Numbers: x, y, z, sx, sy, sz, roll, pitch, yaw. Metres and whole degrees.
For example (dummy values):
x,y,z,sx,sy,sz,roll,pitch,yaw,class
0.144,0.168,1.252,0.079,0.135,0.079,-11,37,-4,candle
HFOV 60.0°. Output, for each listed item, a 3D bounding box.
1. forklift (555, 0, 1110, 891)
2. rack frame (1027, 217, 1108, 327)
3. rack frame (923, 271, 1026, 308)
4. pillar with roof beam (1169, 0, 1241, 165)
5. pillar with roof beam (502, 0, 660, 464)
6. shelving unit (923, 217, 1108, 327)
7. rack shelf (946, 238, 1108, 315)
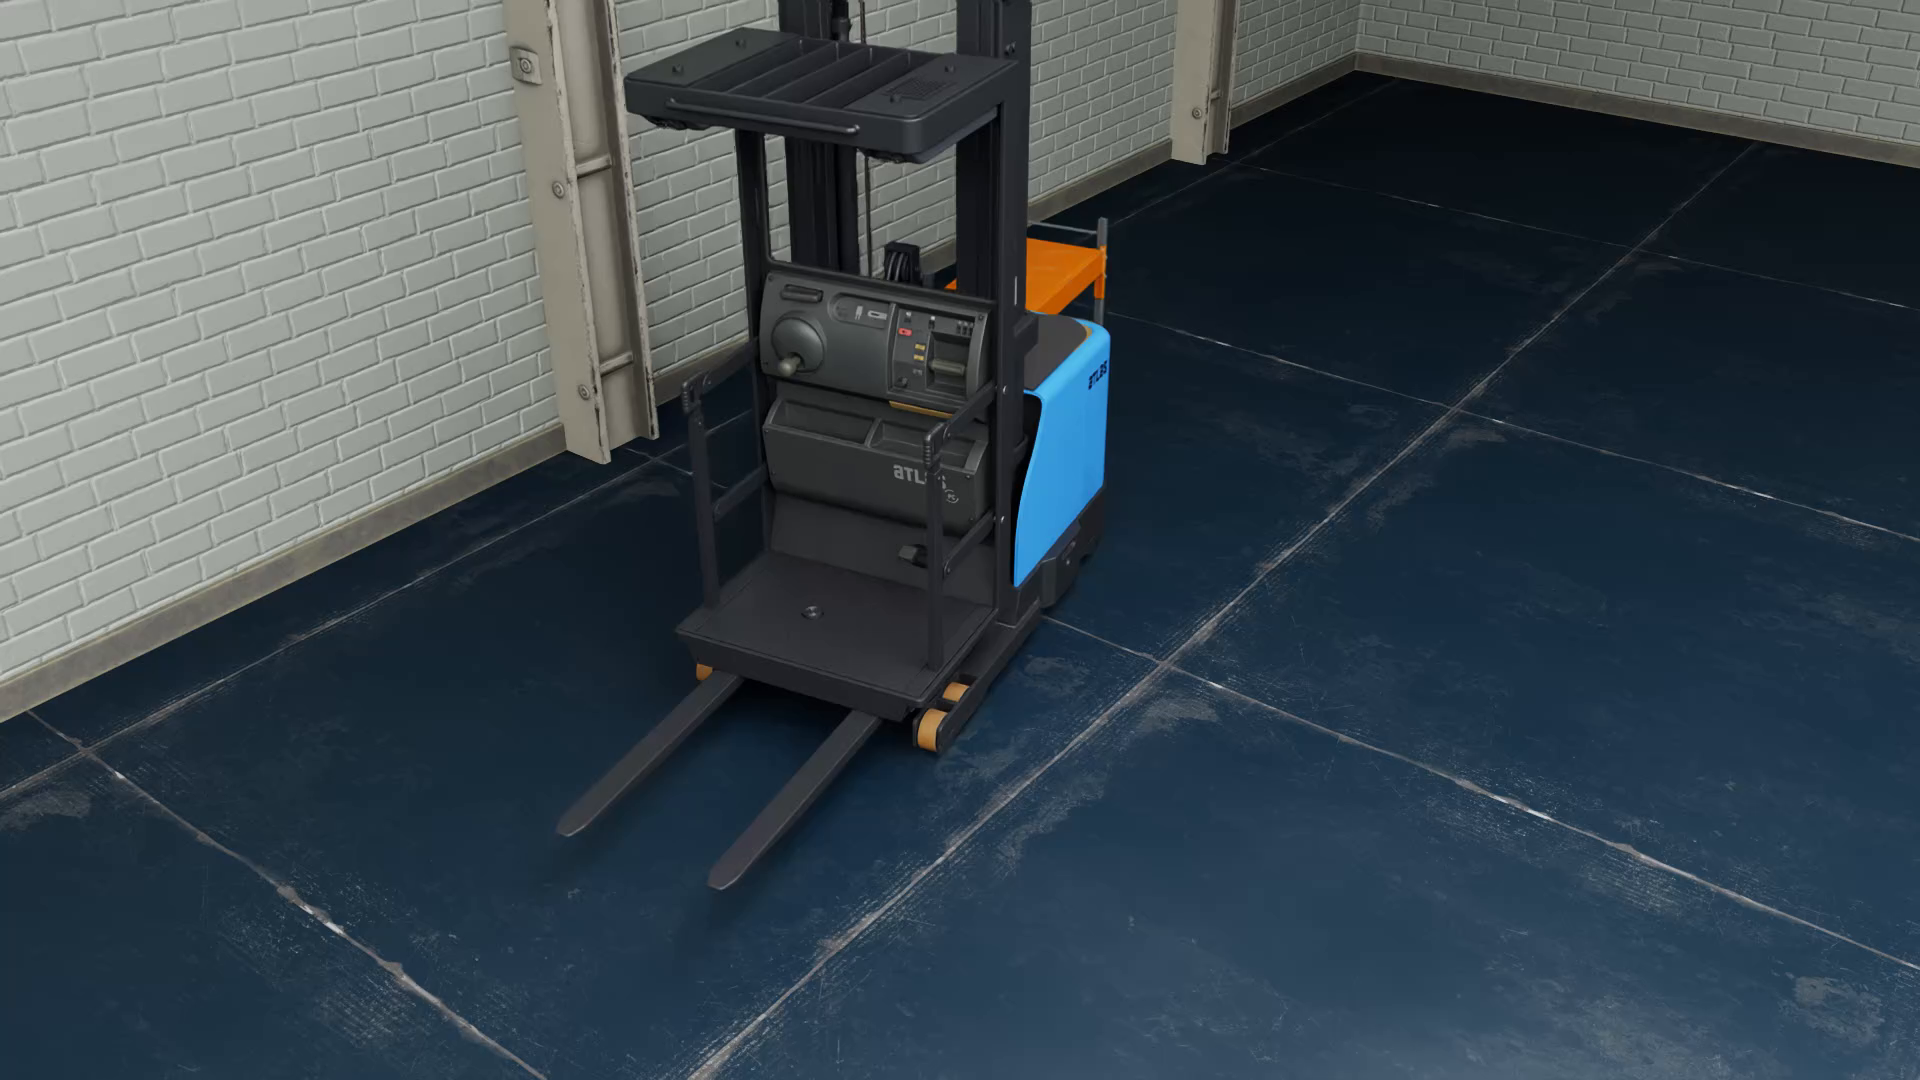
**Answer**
x,y,z,sx,sy,sz,roll,pitch,yaw,class
-0.423,-0.702,6.060,1.130,2.935,3.031,14,33,22,forklift
0.501,-1.155,8.596,0.500,1.125,0.032,14,33,22,rack frame
0.063,-0.687,7.806,0.500,1.125,0.032,14,33,22,rack frame
5.252,-5.493,8.191,9.100,9.000,0.400,21,37,31,pillar with roof beam
1.630,-3.054,4.076,9.100,9.000,0.400,21,37,31,pillar with roof beam
0.282,-0.921,8.201,0.538,1.125,1.048,14,33,22,shelving unit
0.282,-1.173,8.052,0.538,0.278,1.000,14,33,22,rack shelf
